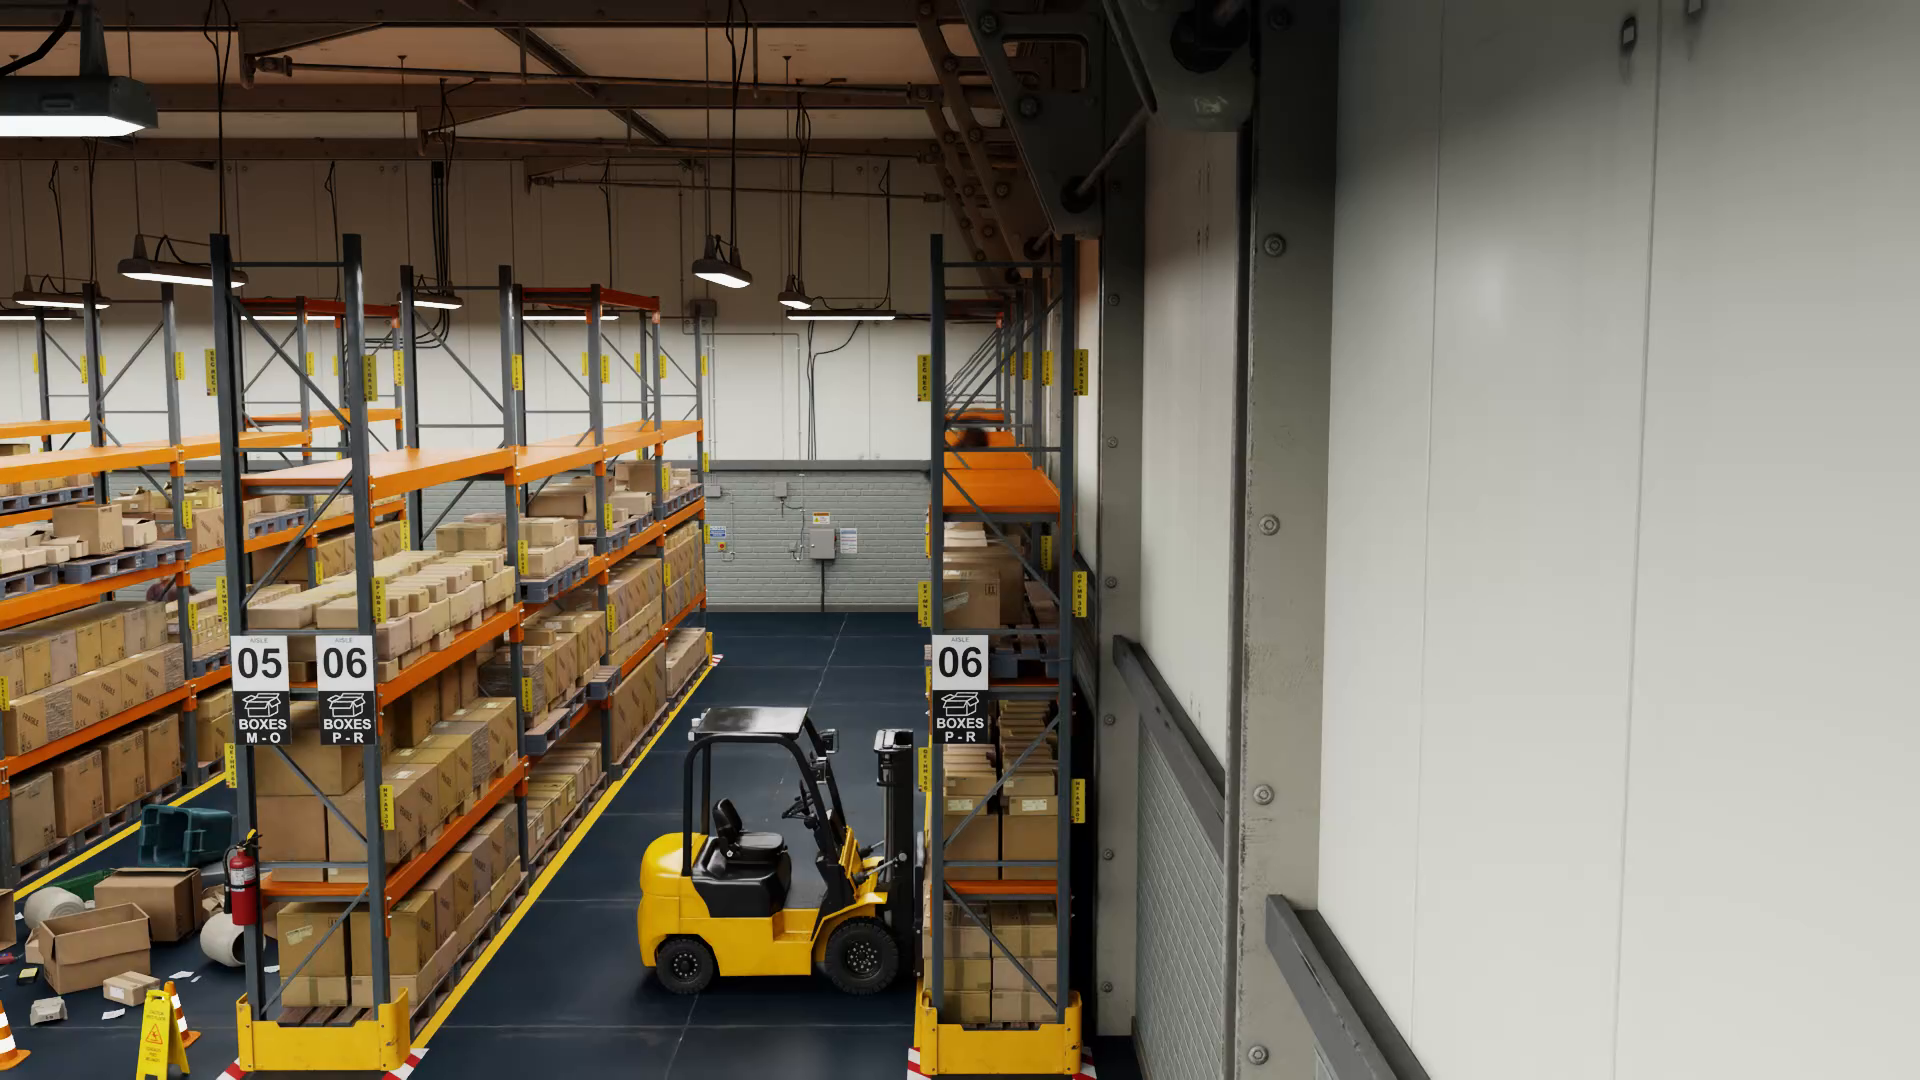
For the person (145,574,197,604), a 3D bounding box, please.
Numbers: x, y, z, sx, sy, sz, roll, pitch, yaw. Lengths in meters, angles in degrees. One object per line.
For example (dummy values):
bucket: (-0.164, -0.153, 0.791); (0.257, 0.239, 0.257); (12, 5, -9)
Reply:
person: (-12.699, 1.332, 26.792); (0.727, 1.824, 0.974); (0, 6, -1)
